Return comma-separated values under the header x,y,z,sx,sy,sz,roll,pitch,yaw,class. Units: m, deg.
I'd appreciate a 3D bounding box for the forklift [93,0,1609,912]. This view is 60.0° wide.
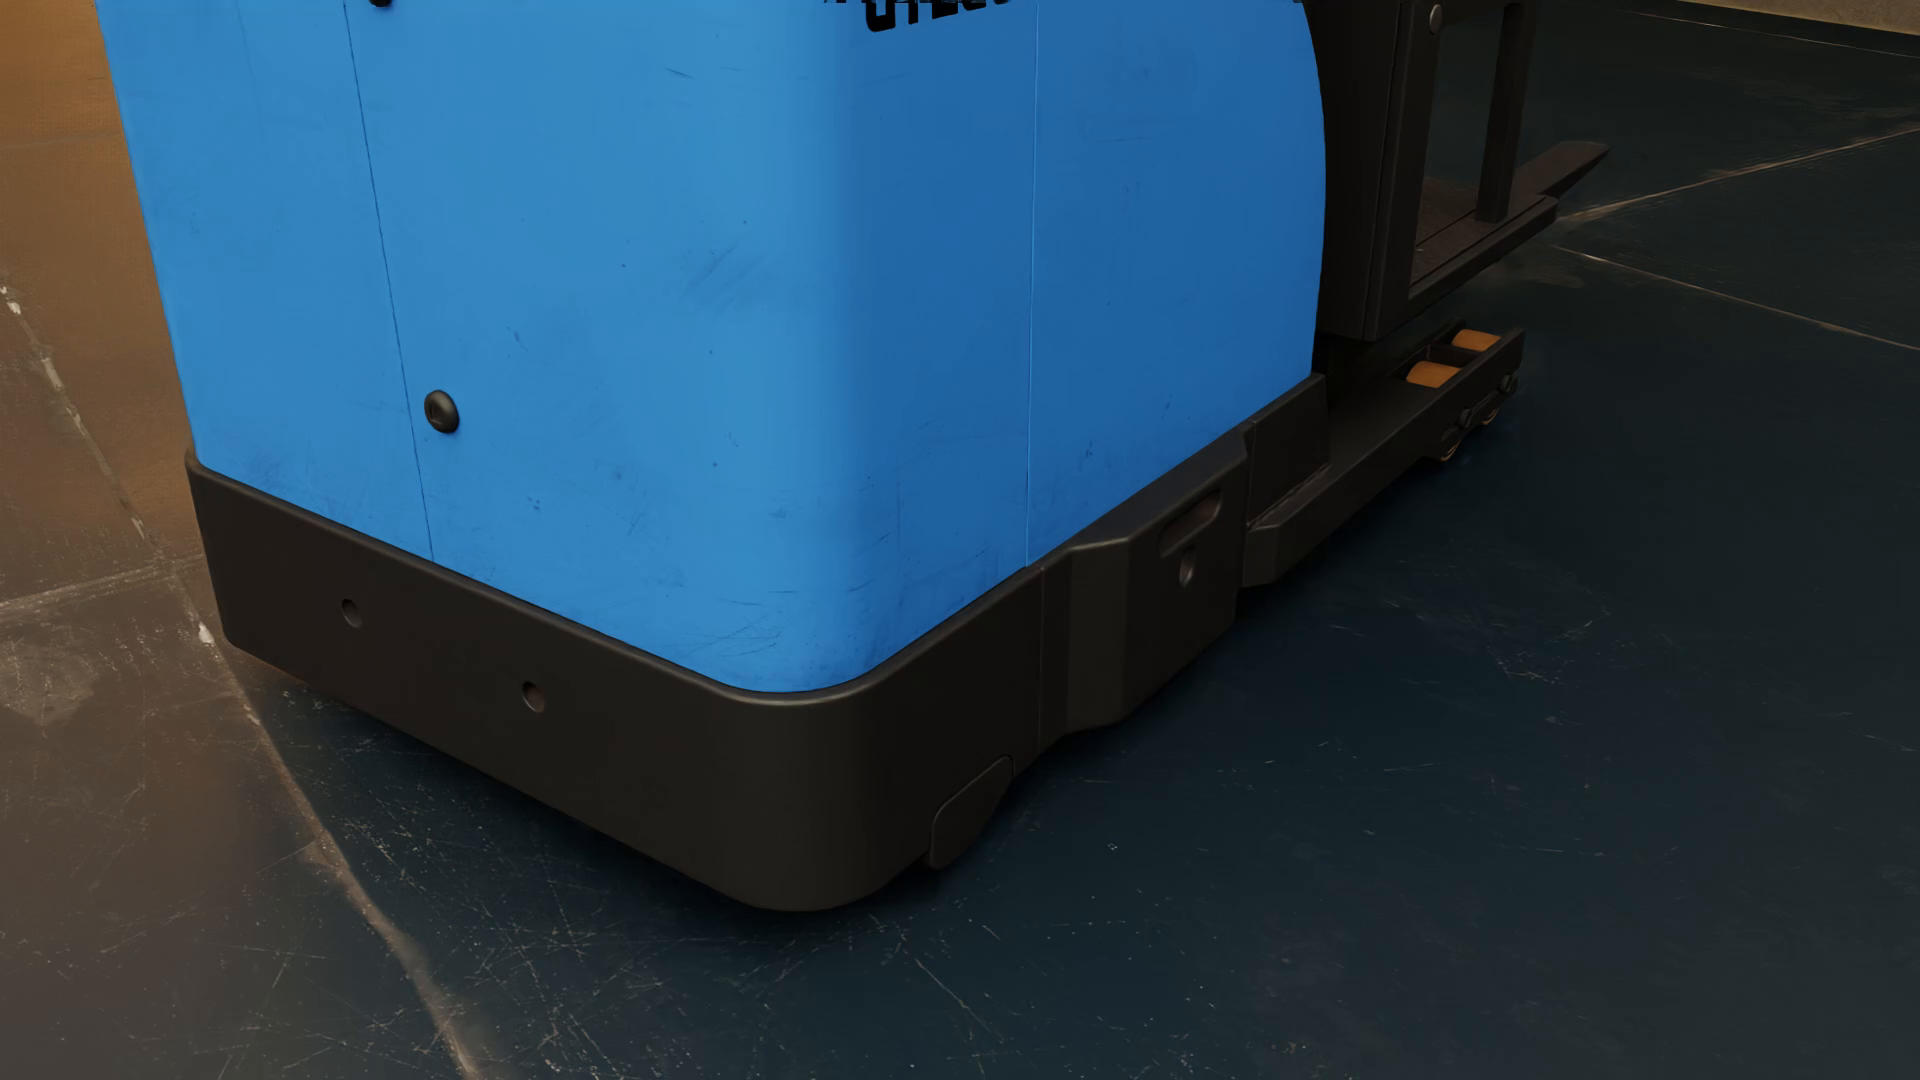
x,y,z,sx,sy,sz,roll,pitch,yaw,class
0.324,-1.552,2.326,1.130,2.935,3.031,18,32,32,forklift
